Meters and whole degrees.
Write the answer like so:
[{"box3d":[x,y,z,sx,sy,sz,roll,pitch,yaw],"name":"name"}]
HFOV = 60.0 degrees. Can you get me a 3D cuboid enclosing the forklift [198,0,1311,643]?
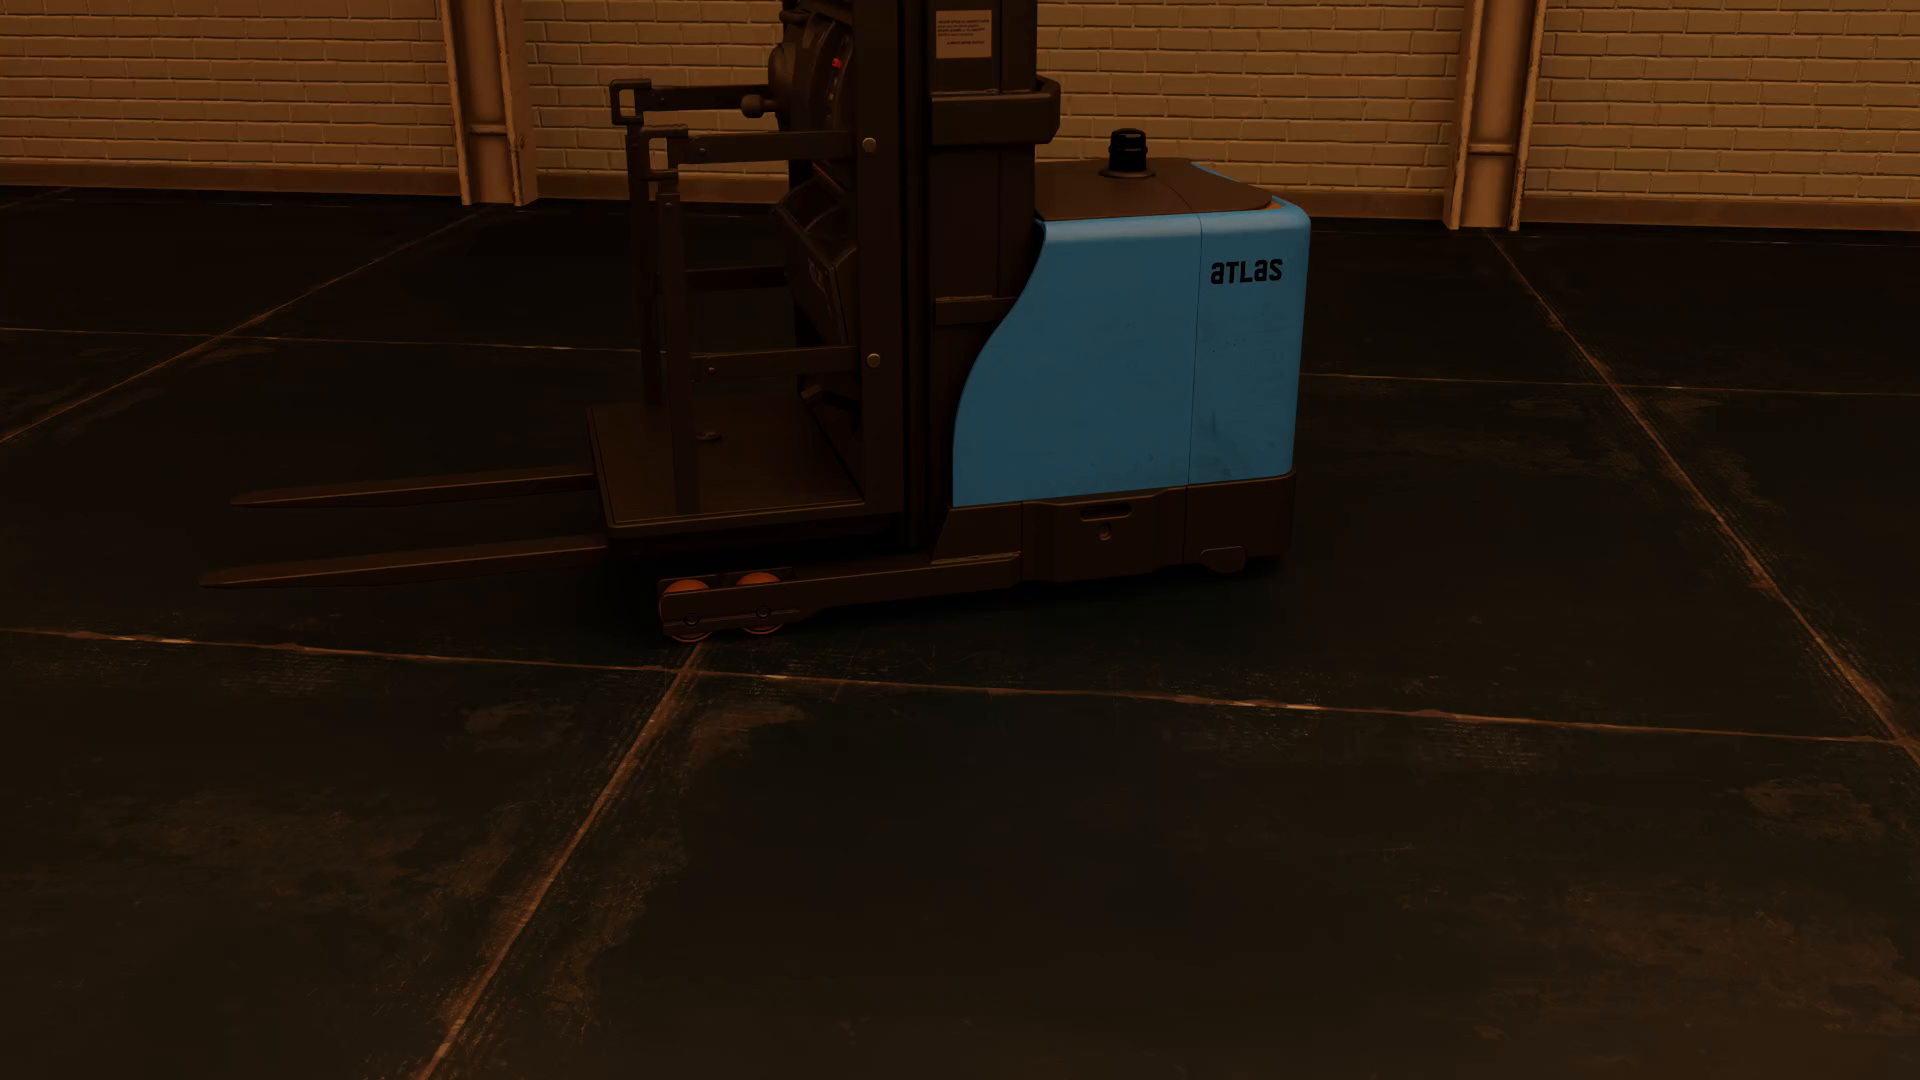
[{"box3d":[-0.588,-1.301,4.485,3.031,2.935,1.130,-6,23,-14],"name":"forklift"}]
